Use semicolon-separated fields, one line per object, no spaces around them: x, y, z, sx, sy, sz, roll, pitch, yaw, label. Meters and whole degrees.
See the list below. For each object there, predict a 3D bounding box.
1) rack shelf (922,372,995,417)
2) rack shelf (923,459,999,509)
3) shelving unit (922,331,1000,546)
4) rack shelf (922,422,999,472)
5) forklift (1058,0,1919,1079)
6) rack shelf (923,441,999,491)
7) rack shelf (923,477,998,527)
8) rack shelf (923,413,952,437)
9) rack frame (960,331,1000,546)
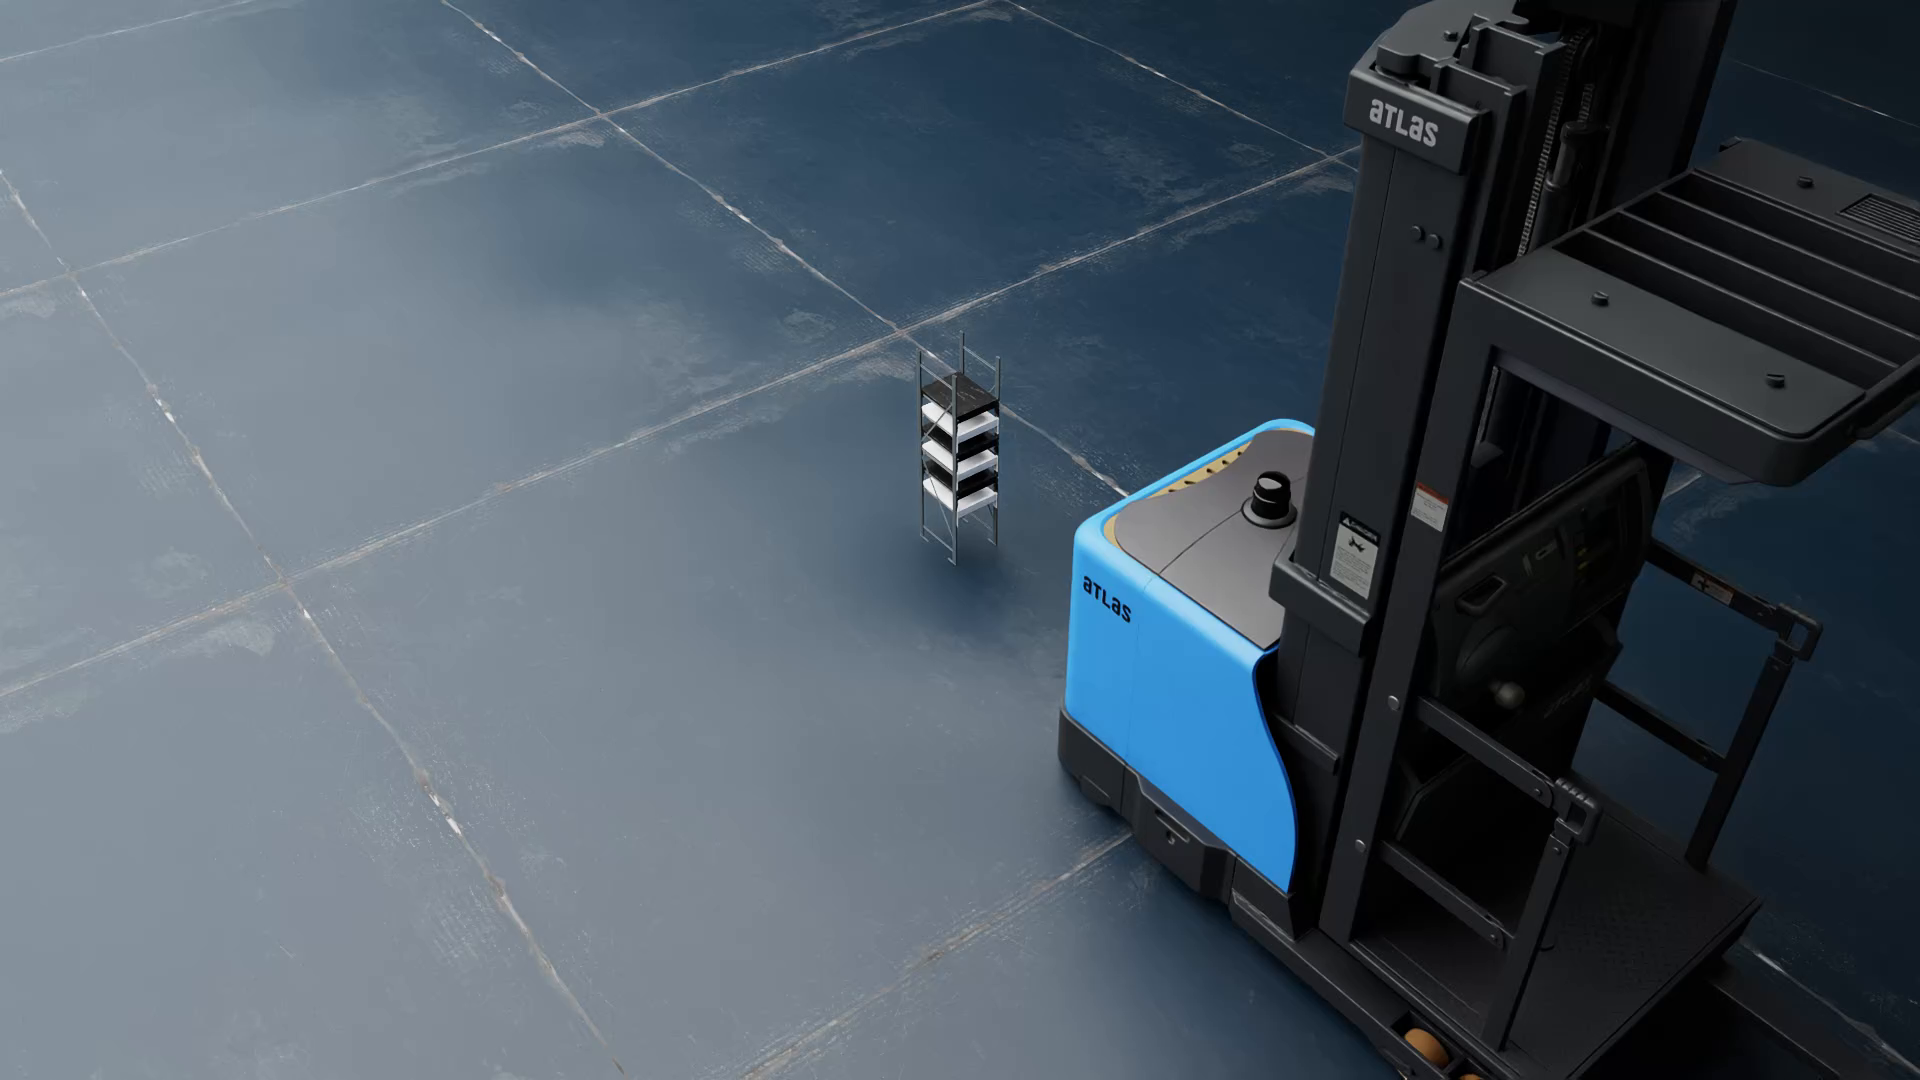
-0.006;-0.544;6.298;0.190;0.026;0.221;-26;46;-28;rack shelf
-0.006;-0.249;6.539;0.200;0.077;0.258;-26;46;-28;rack shelf
-0.005;-0.346;6.462;0.205;0.900;0.258;-26;46;-28;shelving unit
-0.006;-0.389;6.425;0.200;0.077;0.258;-26;46;-28;rack shelf
1.660;0.206;4.238;1.129;2.867;3.031;-28;47;-29;forklift
-0.006;-0.319;6.482;0.200;0.077;0.258;-26;46;-28;rack shelf
-0.006;-0.180;6.596;0.200;0.077;0.258;-26;46;-28;rack shelf
-0.006;-0.470;6.358;0.184;0.015;0.199;-26;46;-28;rack shelf
0.074;-0.384;6.509;0.006;0.900;0.240;-26;46;-28;rack frame
